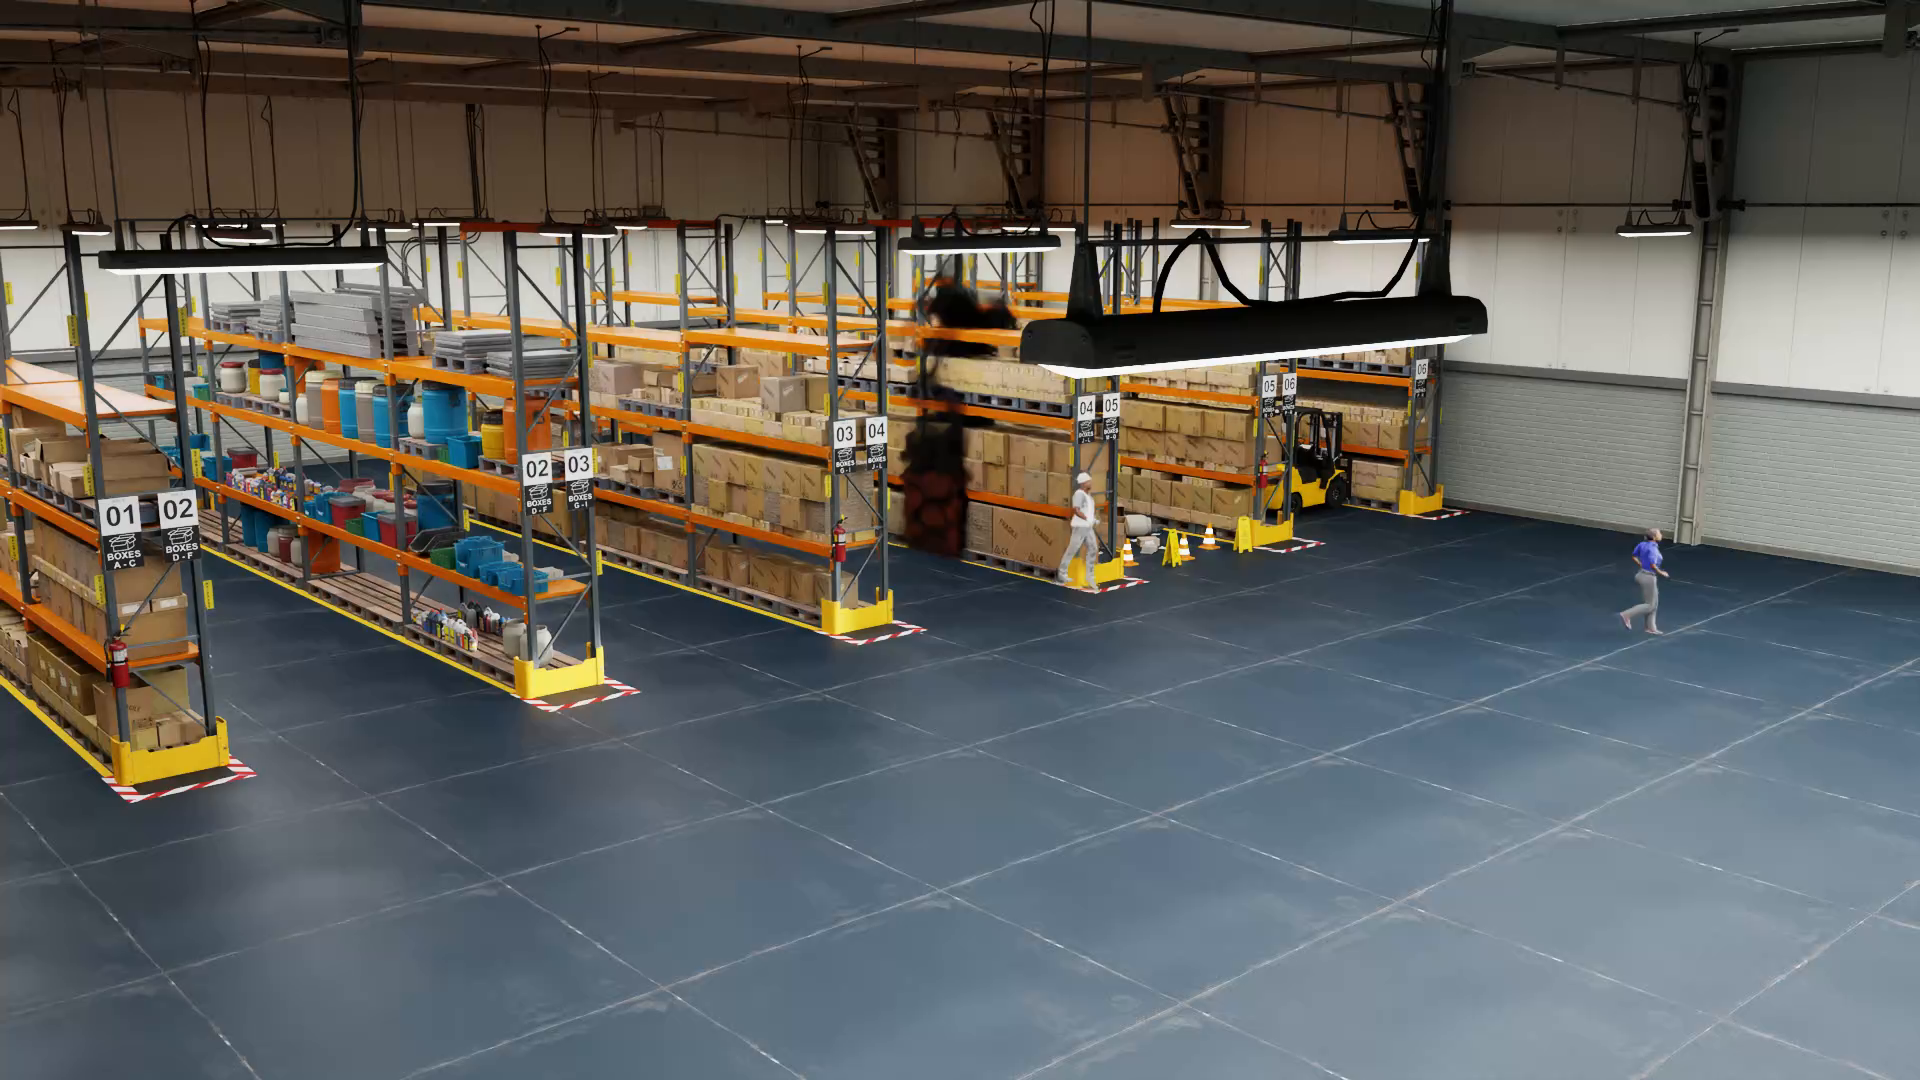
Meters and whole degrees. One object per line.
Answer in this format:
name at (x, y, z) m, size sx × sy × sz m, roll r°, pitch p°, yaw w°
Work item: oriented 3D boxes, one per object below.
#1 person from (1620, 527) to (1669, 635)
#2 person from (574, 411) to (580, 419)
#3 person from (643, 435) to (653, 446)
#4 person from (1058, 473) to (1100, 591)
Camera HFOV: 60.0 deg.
person at (10.170, 0.619, 24.764) m, size 0.757 × 1.648 × 0.586 m, roll -1°, pitch 11°, yaw -3°
person at (-8.719, -2.092, 37.878) m, size 0.703 × 1.720 × 0.639 m, roll -9°, pitch 14°, yaw -38°
person at (-7.846, -2.923, 42.111) m, size 0.731 × 1.779 × 0.677 m, roll -10°, pitch 15°, yaw -40°
person at (1.976, -0.146, 26.868) m, size 0.661 × 1.882 × 0.741 m, roll 4°, pitch 12°, yaw 20°
